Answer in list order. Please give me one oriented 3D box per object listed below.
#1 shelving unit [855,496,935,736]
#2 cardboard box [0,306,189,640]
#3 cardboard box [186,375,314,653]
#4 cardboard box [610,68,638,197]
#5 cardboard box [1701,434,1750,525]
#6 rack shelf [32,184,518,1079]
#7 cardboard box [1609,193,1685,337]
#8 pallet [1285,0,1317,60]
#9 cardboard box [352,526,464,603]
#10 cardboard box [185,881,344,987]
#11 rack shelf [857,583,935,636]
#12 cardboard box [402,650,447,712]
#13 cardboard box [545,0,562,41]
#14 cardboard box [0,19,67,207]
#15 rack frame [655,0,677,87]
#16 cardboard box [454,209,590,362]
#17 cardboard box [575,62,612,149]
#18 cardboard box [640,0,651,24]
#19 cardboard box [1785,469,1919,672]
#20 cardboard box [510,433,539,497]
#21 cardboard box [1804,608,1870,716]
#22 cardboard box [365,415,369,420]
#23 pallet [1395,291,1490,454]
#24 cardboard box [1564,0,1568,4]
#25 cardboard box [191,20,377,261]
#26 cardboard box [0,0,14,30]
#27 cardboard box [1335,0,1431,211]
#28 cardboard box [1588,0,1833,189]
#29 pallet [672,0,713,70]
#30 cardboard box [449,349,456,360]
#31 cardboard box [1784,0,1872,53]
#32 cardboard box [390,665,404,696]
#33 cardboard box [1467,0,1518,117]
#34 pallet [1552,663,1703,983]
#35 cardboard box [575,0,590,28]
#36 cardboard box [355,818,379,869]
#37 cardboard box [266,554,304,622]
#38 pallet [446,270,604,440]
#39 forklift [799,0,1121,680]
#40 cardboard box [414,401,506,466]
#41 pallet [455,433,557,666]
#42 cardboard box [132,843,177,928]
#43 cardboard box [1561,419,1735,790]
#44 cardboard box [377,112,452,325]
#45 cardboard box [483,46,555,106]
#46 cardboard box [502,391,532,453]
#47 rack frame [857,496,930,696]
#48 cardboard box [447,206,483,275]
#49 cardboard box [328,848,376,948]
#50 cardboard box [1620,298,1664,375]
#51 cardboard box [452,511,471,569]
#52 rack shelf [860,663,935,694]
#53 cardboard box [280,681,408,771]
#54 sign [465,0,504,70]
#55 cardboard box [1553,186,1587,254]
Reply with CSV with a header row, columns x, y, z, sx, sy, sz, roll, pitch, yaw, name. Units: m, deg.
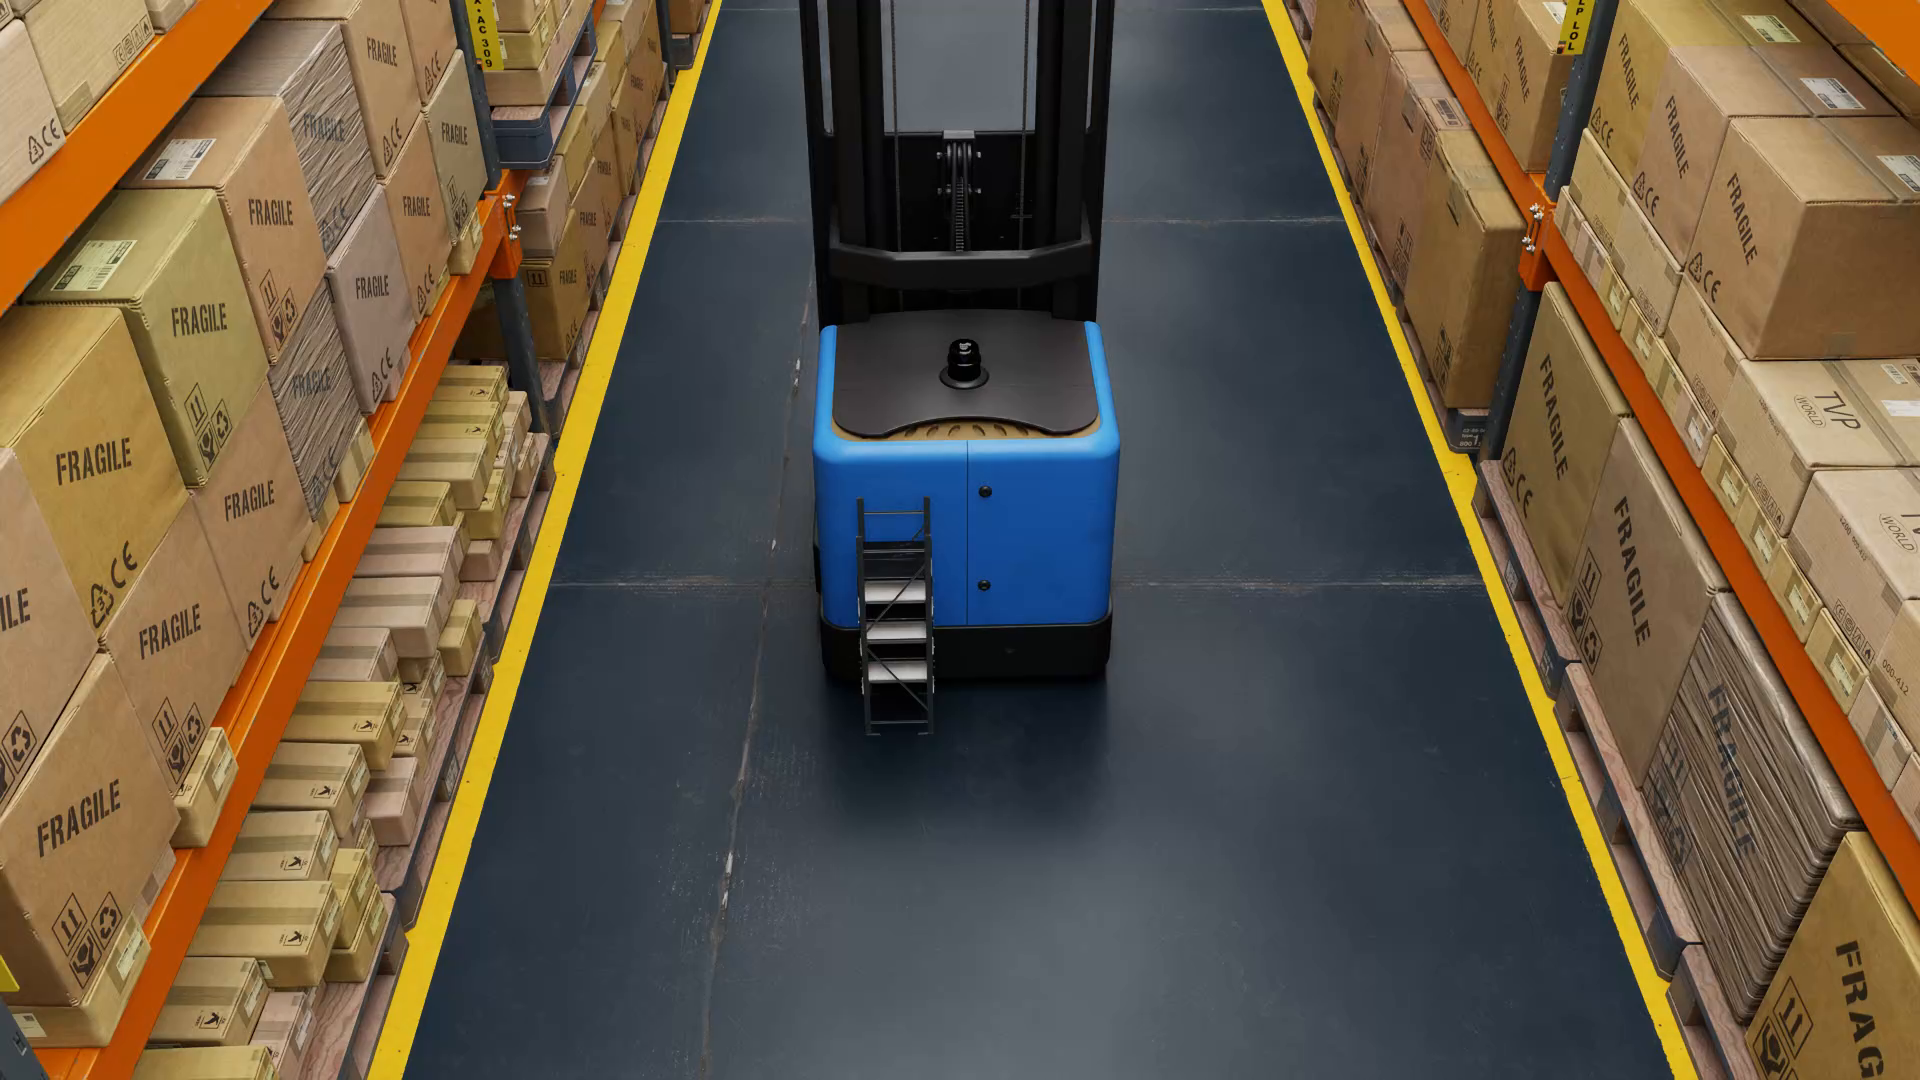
x,y,z,sx,sy,sz,roll,pitch,yaw,name
-0.217,0.274,5.688,0.258,0.900,0.210,-1,39,-1,shelving unit
-1.991,-0.137,3.405,0.500,0.500,0.500,1,39,1,cardboard box
-1.987,-0.072,4.124,0.500,0.500,0.500,0,39,1,cardboard box
-1.982,-2.120,8.659,0.500,0.500,0.500,-2,39,-2,cardboard box
2.378,-0.179,4.775,0.380,0.149,0.250,-1,39,-1,cardboard box
-2.251,0.035,4.883,1.077,0.370,4.000,0,39,0,rack shelf
2.441,-0.889,5.343,0.500,0.250,0.500,0,39,0,cardboard box
2.703,-3.339,10.748,1.003,0.211,1.213,0,39,0,pallet
-1.930,0.089,5.708,0.380,0.149,0.250,-2,39,-2,cardboard box
-1.902,1.063,4.492,0.380,0.149,0.250,0,39,0,cardboard box
-0.217,0.230,5.653,0.258,0.077,0.200,-1,39,-1,rack shelf
-1.978,0.507,5.662,0.380,0.149,0.250,1,39,1,cardboard box
-1.796,-2.087,6.583,0.380,0.149,0.250,-1,39,-1,cardboard box
-1.990,-0.717,2.968,0.500,0.250,0.500,1,39,1,cardboard box
-2.258,-3.998,9.340,1.000,3.000,0.127,0,39,0,rack frame
-1.989,-1.147,7.446,0.500,0.500,0.500,1,39,2,cardboard box
-1.989,-2.092,8.025,0.500,0.250,0.500,1,39,2,cardboard box
-1.995,-3.052,9.223,0.500,0.250,0.500,-1,39,-1,cardboard box
2.444,0.069,4.148,0.500,0.250,0.500,-1,39,-2,cardboard box
-1.912,-0.303,6.673,0.380,0.149,0.250,0,39,1,cardboard box
2.379,0.301,4.176,0.380,0.149,0.250,-1,39,-1,cardboard box
-2.016,-0.402,5.053,0.380,0.149,0.250,-1,39,-1,cardboard box
2.630,-0.831,7.618,1.003,0.211,1.213,0,39,0,pallet
2.698,-2.267,6.298,0.797,0.503,0.637,-1,39,-1,cardboard box
-1.990,-1.105,4.612,0.500,0.500,0.500,1,39,1,cardboard box
-1.991,-0.903,2.800,0.500,0.250,0.500,0,39,-1,cardboard box
2.675,-2.284,8.565,1.225,0.875,0.875,0,39,0,cardboard box
2.452,-1.487,5.490,0.500,0.500,0.500,0,39,0,cardboard box
-2.184,-3.403,10.827,1.003,0.211,1.213,0,39,0,pallet
-2.506,-1.148,7.446,0.500,0.500,0.500,-1,39,-1,cardboard box
2.975,-1.500,5.505,0.500,0.500,0.500,1,39,1,cardboard box
-2.045,0.520,5.408,0.380,0.149,0.250,2,39,2,cardboard box
2.439,-2.078,6.864,0.500,0.500,0.500,1,39,1,cardboard box
2.634,0.892,5.469,1.003,0.211,1.213,0,39,0,pallet
-1.796,-2.296,7.081,0.380,0.149,0.250,0,39,0,cardboard box
-2.005,0.987,5.063,0.380,0.149,0.250,0,39,0,cardboard box
-1.995,0.087,4.444,0.380,0.149,0.250,-1,39,-1,cardboard box
-2.256,-0.895,7.698,1.003,0.211,1.213,0,39,0,pallet
-0.018,-1.538,6.325,1.130,2.935,3.031,-1,39,-1,forklift
-1.953,-0.398,6.316,0.380,0.149,0.250,0,39,1,cardboard box
-2.217,0.012,6.567,1.003,0.211,1.213,0,39,0,pallet
-1.963,0.741,3.628,0.380,0.149,0.250,1,39,2,cardboard box
2.628,0.204,5.460,0.875,0.875,0.875,0,39,0,cardboard box
-1.971,-1.025,5.312,0.500,0.500,0.500,-1,39,-1,cardboard box
-1.794,-1.809,6.474,0.380,0.149,0.250,-2,39,-2,cardboard box
-1.935,-0.467,6.640,0.380,0.149,0.250,1,39,1,cardboard box
-0.220,0.211,5.767,0.240,0.900,0.006,-1,39,-1,rack frame
-1.910,-1.059,5.874,0.380,0.149,0.250,-1,39,-1,cardboard box
-1.917,1.025,4.779,0.380,0.149,0.250,1,39,1,cardboard box
2.378,-0.660,5.376,0.380,0.149,0.250,-1,39,-1,cardboard box
-2.002,0.026,6.025,0.380,0.149,0.250,0,39,0,cardboard box
-0.217,0.441,5.822,0.258,0.077,0.200,-1,39,-1,rack shelf
-1.931,0.570,5.108,0.380,0.149,0.250,1,39,1,cardboard box
-1.711,-1.840,5.955,0.100,0.325,0.005,0,39,0,sign
2.374,-1.154,5.992,0.380,0.149,0.250,0,39,0,cardboard box
